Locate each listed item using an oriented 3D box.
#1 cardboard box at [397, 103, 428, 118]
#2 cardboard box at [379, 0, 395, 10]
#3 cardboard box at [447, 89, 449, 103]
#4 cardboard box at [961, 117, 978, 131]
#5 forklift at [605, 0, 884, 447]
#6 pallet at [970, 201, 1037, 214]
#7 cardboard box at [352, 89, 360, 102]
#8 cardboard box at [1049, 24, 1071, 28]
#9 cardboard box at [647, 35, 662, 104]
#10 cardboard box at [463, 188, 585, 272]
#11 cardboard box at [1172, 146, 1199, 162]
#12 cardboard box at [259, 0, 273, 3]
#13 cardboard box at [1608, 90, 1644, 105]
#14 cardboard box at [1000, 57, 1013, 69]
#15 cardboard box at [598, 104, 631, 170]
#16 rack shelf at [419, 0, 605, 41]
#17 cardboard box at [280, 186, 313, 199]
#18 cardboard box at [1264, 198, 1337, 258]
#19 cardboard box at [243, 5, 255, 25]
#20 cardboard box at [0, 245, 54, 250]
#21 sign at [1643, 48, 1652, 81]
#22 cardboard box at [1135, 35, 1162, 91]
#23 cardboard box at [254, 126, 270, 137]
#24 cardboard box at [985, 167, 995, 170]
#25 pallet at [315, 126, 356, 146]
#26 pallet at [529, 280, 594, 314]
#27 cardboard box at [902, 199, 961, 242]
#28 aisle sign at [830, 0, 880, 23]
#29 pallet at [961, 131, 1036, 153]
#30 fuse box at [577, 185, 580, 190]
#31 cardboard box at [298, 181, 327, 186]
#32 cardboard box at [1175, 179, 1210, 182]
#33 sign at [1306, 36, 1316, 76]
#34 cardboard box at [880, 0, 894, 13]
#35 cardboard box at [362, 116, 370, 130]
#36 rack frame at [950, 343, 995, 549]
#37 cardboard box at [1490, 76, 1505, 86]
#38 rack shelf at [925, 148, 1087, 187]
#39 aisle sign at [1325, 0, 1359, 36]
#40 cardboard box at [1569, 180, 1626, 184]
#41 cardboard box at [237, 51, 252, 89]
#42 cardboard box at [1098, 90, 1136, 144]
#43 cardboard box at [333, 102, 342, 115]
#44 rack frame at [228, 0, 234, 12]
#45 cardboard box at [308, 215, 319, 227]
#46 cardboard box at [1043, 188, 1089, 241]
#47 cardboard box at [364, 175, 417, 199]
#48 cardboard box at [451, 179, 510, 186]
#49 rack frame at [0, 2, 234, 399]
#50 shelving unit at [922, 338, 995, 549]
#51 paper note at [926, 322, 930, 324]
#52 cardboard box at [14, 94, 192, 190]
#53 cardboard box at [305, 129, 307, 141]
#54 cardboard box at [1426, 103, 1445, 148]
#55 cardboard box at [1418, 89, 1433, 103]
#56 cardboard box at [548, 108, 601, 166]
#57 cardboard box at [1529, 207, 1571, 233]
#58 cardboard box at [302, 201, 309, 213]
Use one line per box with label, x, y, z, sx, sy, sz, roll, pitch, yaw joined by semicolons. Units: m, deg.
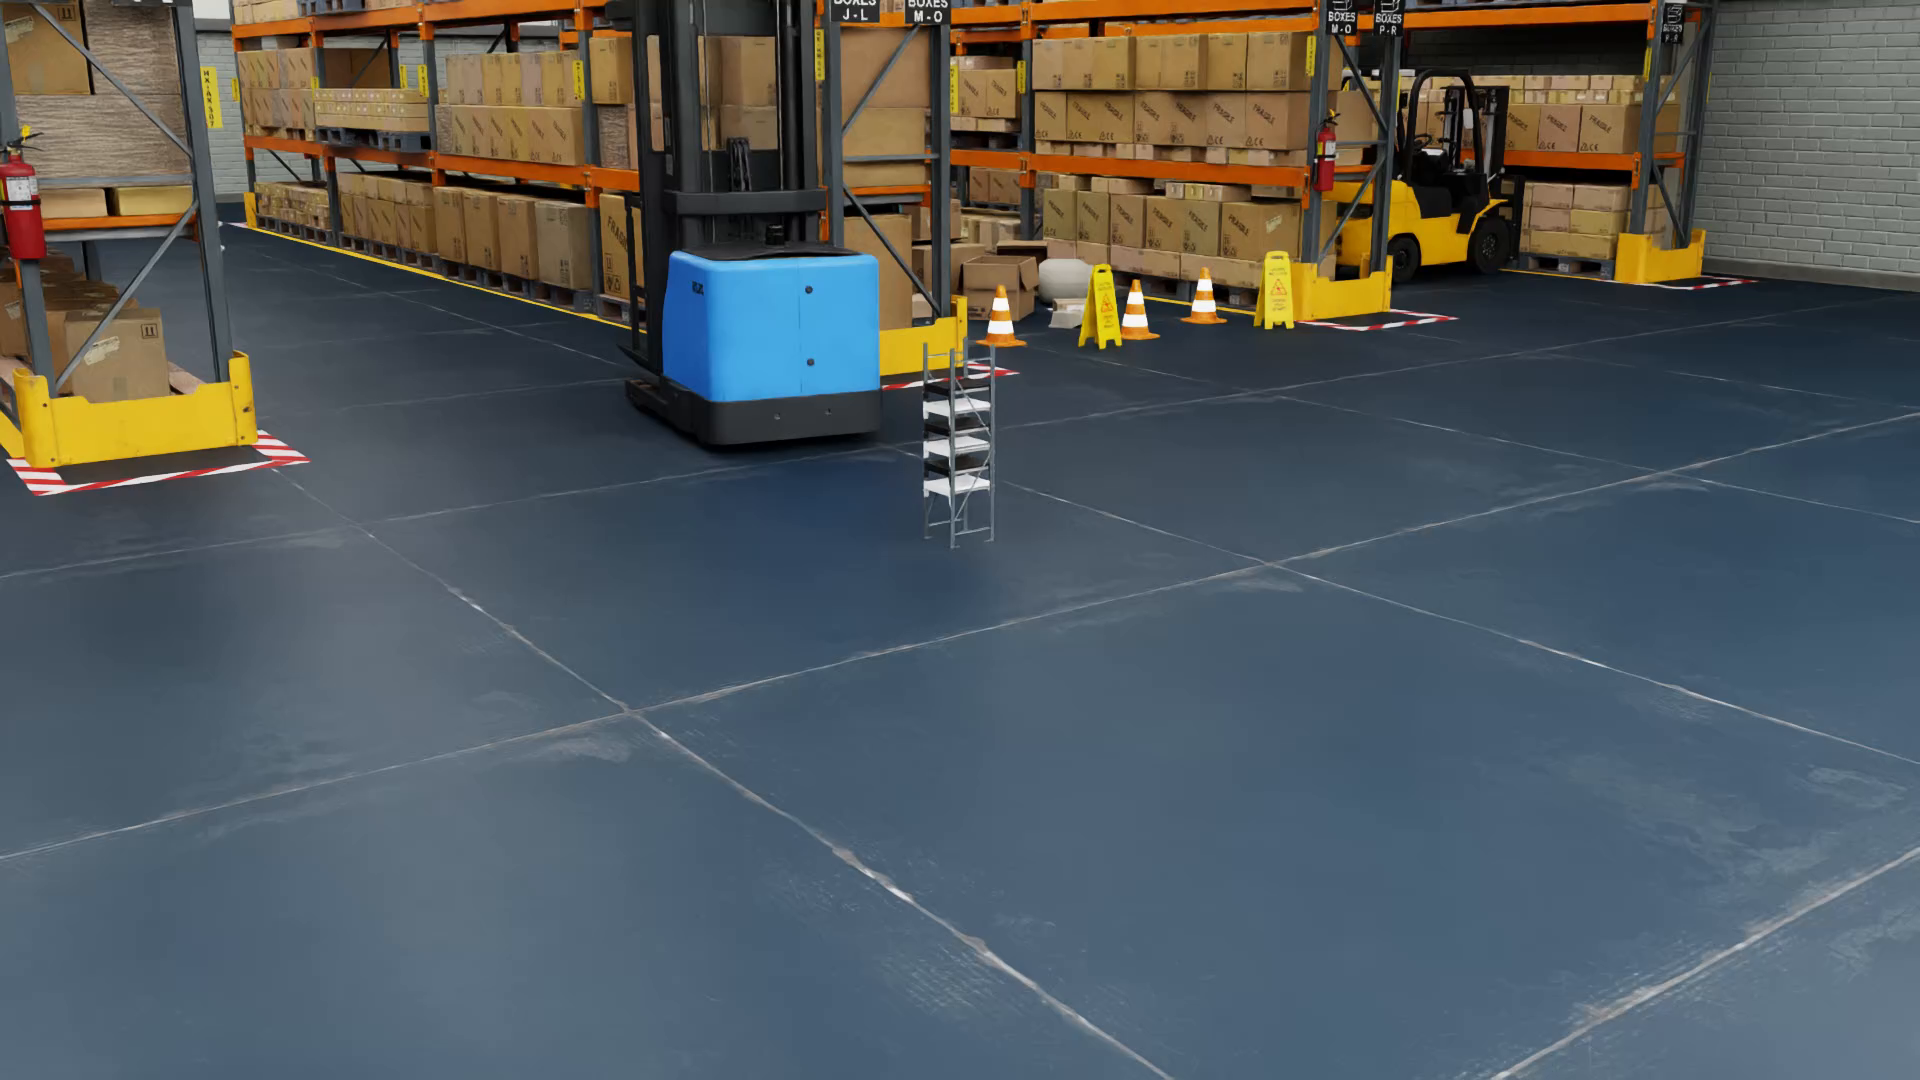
cardboard box;-5.870;-4.655;18.019;0.380;0.149;0.250;-10;18;-33
cardboard box;-6.057;-6.078;18.228;0.500;0.500;0.500;-11;19;-35
cardboard box;-5.486;-4.949;18.531;0.380;0.149;0.250;-11;19;-36
cardboard box;0.238;-4.588;18.338;0.380;0.149;0.250;-11;19;-35
forklift;-1.521;-2.284;10.369;1.130;2.935;3.031;-7;17;-24
pallet;0.904;-5.298;26.533;1.003;0.211;1.213;-11;19;-35
cardboard box;-6.781;-5.129;19.188;0.380;0.149;0.250;-10;18;-33
cardboard box;1.658;-7.617;24.326;0.500;0.250;0.500;-11;19;-35
cardboard box;-2.046;-3.814;13.500;0.875;0.550;0.550;-11;19;-35
cardboard box;-4.409;-3.183;16.988;1.050;0.750;0.750;-11;19;-34
cardboard box;2.236;-3.665;15.759;0.380;0.149;0.250;-11;19;-35
cardboard box;-8.973;-7.256;22.061;0.500;0.250;0.500;-12;19;-37
cardboard box;7.020;-4.640;17.428;0.380;0.149;0.250;-11;19;-34
cardboard box;0.373;-5.410;18.881;0.380;0.149;0.250;-10;18;-31
cardboard box;-2.632;-3.537;14.531;0.875;0.550;0.550;-11;19;-35
rack shelf;-4.035;-5.068;16.092;1.077;0.370;4.000;-11;19;-35
cardboard box;-9.092;-4.775;22.820;0.380;0.149;0.250;-11;19;-34
cardboard box;3.172;-2.935;15.611;0.500;0.500;0.500;-12;19;-36
cardboard box;-9.551;-7.229;22.910;0.500;0.250;0.500;-10;18;-33
cardboard box;-7.868;-2.158;13.680;0.700;0.500;0.500;-13;20;-39
sign;7.003;-4.840;16.935;0.100;0.325;0.005;-11;19;-35
cardboard box;2.105;-4.556;15.894;0.700;0.500;0.500;-11;19;-35
cardboard box;-9.691;-5.749;23.374;0.380;0.149;0.250;-12;19;-36
cardboard box;0.616;-5.955;26.364;0.380;0.149;0.250;-11;19;-36
pallet;-7.231;-4.971;20.420;1.003;0.211;1.213;-11;19;-35
pallet;-3.374;-2.349;15.760;1.003;0.211;1.213;-11;19;-35
cardboard box;-0.337;-3.208;16.916;0.500;0.500;0.500;-11;19;-35
aisle sign;-0.708;-3.879;11.143;0.394;0.787;0.004;-11;19;-35
pallet;0.754;-4.424;18.422;1.003;0.211;1.213;-11;19;-35
fuse box;-7.519;-7.767;32.714;0.539;1.711;0.414;-11;19;-35
cardboard box;-9.297;-5.082;23.939;0.380;0.149;0.250;-10;18;-33
cardboard box;3.493;-4.740;22.915;0.875;0.625;0.625;-10;18;-33
sign;2.977;-4.106;14.104;0.100;0.325;0.005;-11;19;-35
cardboard box;-0.717;-6.476;19.685;0.700;0.500;0.500;-11;19;-35
cardboard box;-6.623;-4.785;19.059;0.380;0.149;0.250;-10;18;-33
rack frame;0.055;-0.414;7.384;0.240;0.900;0.006;-11;19;-35
cardboard box;6.163;-5.123;18.631;0.380;0.149;0.250;-11;19;-34
rack shelf;-0.090;-4.411;19.374;1.077;0.370;4.000;-11;19;-35
aisle sign;3.239;-4.673;14.042;0.394;0.787;0.004;-11;19;-35
cardboard box;7.024;-3.845;18.461;0.500;0.250;0.500;-11;19;-34
cardboard box;-9.865;-6.640;23.509;0.500;0.500;0.500;-11;19;-35
cardboard box;1.718;-4.173;16.387;0.500;0.500;0.500;-11;19;-35
cardboard box;-7.244;-5.153;19.839;0.380;0.149;0.250;-12;19;-37
rack frame;-9.915;-8.997;23.403;1.000;3.000;0.127;-11;19;-35
cardboard box;-8.362;-4.223;21.927;0.380;0.149;0.250;-12;19;-36
cardboard box;1.214;-3.401;17.313;0.500;0.500;0.500;-10;18;-32
cardboard box;-6.731;-4.186;19.709;0.500;0.250;0.500;-10;18;-32
cardboard box;-5.420;-3.939;18.804;0.500;0.250;0.500;-12;19;-37
rack frame;-4.578;-1.939;8.978;1.000;3.000;0.127;-11;19;-35
shelving unit;-0.005;-0.436;7.464;0.258;0.900;0.210;-11;19;-35
paper note;-0.279;-1.890;14.461;0.032;0.001;0.123;-2;15;-6
cardboard box;-4.880;-2.252;9.370;0.875;0.500;0.500;-11;19;-35
cardboard box;-8.268;-5.257;21.579;0.380;0.149;0.250;-10;18;-32
cardboard box;5.766;-4.799;19.237;0.500;0.500;0.500;-11;19;-35
cardboard box;5.487;-5.184;19.416;0.380;0.149;0.250;-10;18;-33
cardboard box;-3.382;-3.659;15.075;0.500;0.500;0.500;-11;19;-35
cardboard box;6.625;-3.530;18.257;0.500;0.250;0.500;-11;19;-35
cardboard box;-8.580;-4.469;22.263;0.380;0.149;0.250;-10;18;-33
